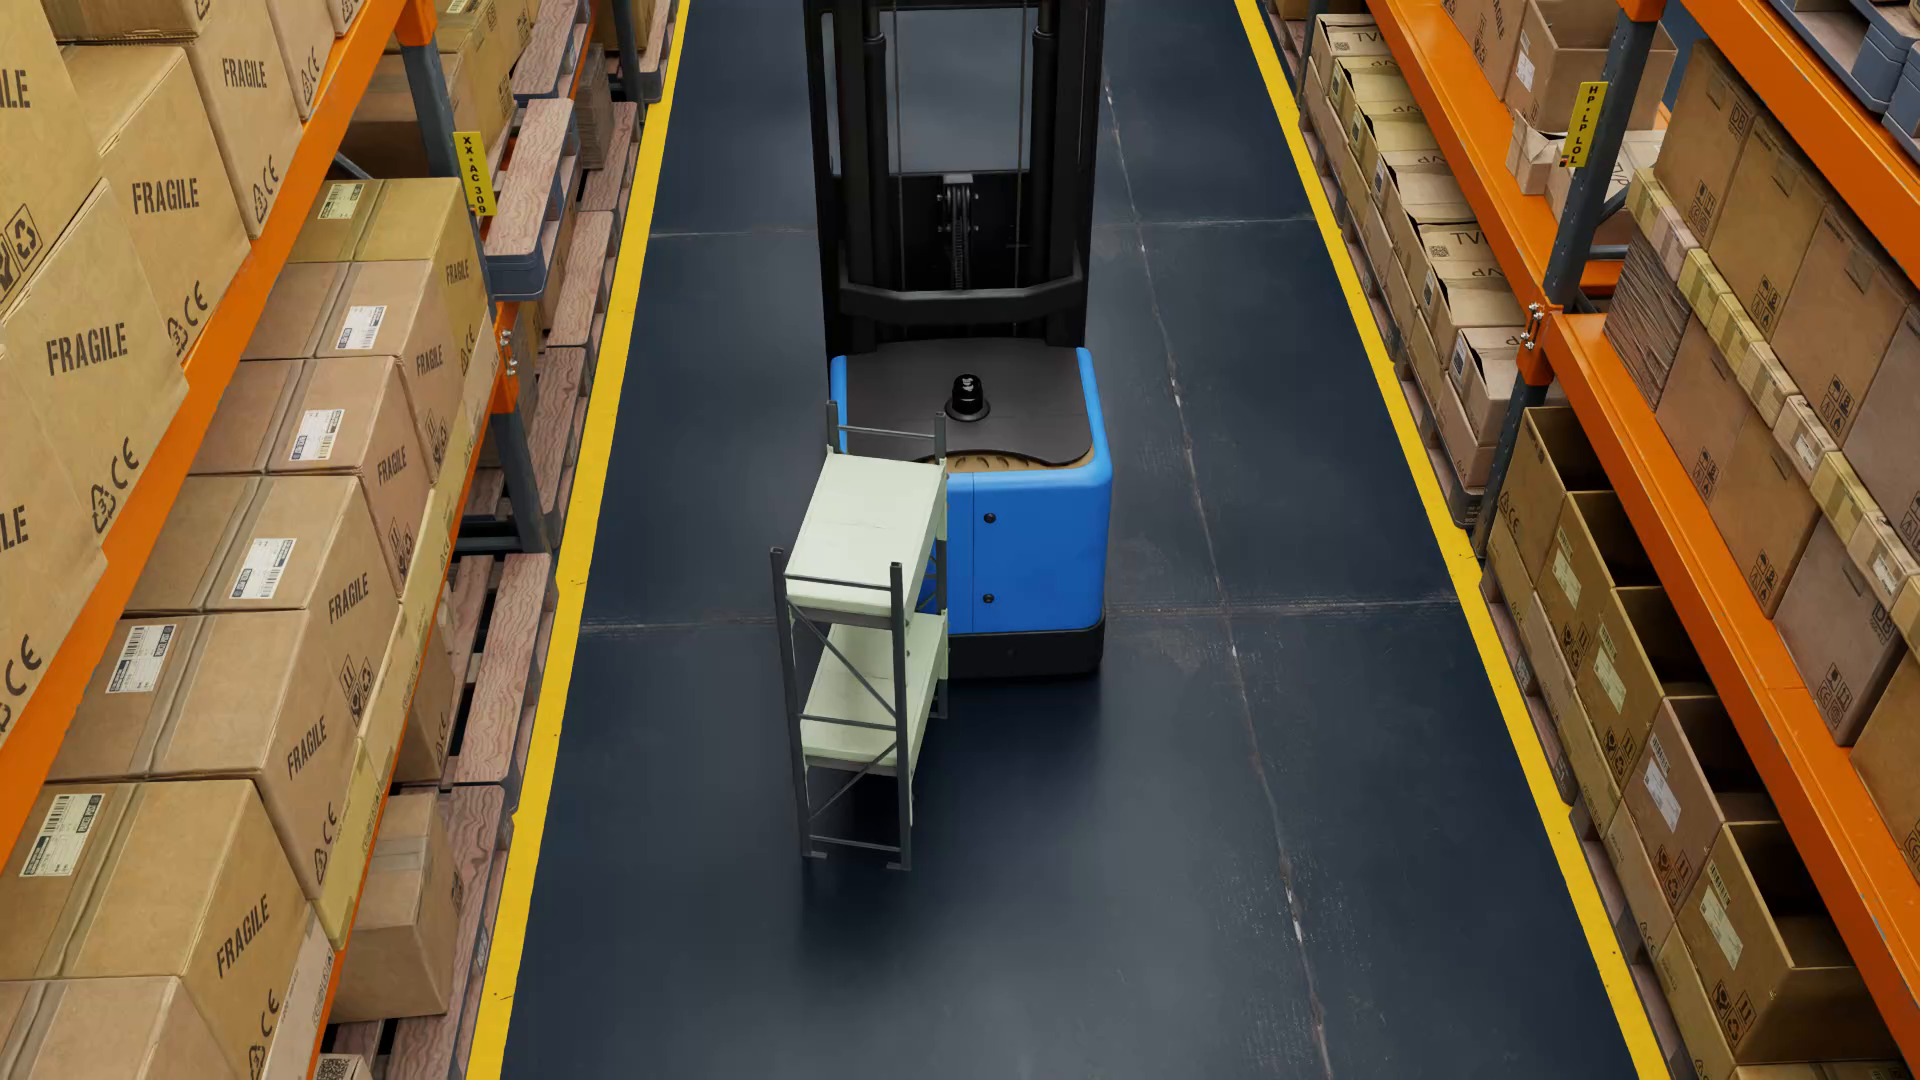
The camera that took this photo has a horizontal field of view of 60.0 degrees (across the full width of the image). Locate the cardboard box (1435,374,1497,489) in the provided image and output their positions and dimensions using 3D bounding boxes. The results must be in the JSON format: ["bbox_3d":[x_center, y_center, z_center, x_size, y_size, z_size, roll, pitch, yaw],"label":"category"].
[{"bbox_3d":[2.415,-0.487,7.285,0.500,0.250,0.500,-2,43,-2],"label":"cardboard box"}]

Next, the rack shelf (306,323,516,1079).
[{"bbox_3d":[-2.142,0.686,4.814,1.077,0.370,4.000,-2,43,-2],"label":"rack shelf"}]

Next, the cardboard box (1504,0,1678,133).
[{"bbox_3d":[2.684,-1.985,7.122,0.500,0.500,0.500,1,43,1],"label":"cardboard box"}]

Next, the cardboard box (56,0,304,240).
[{"bbox_3d":[-1.888,-1.030,3.846,0.500,0.500,0.500,-3,43,-3],"label":"cardboard box"}]

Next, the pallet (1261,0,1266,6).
[{"bbox_3d":[2.510,-4.073,11.537,1.003,0.211,1.213,-2,43,-2],"label":"pallet"}]

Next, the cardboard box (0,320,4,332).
[{"bbox_3d":[-1.801,-0.354,2.368,0.500,0.500,0.500,-2,43,-2],"label":"cardboard box"}]

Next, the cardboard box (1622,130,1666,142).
[{"bbox_3d":[2.889,-1.585,6.945,0.380,0.149,0.250,-2,43,-2],"label":"cardboard box"}]

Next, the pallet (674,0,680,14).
[{"bbox_3d":[-2.403,-3.958,11.411,1.003,0.211,1.213,-2,43,-2],"label":"pallet"}]

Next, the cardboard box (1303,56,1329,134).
[{"bbox_3d":[2.281,-2.553,9.540,0.500,0.250,0.500,-2,43,-2],"label":"cardboard box"}]

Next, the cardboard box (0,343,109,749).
[{"bbox_3d":[-1.808,0.025,2.694,0.500,0.500,0.500,1,43,1],"label":"cardboard box"}]

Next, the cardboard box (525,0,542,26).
[{"bbox_3d":[-2.291,-2.671,7.544,0.700,0.500,0.500,-2,43,-2],"label":"cardboard box"}]

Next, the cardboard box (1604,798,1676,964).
[{"bbox_3d":[2.499,1.120,5.533,0.500,0.250,0.500,-2,43,-2],"label":"cardboard box"}]

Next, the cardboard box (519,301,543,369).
[{"bbox_3d":[-2.347,-1.014,7.660,0.700,0.500,0.500,-2,43,-3],"label":"cardboard box"}]

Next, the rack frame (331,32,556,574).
[{"bbox_3d":[-2.227,-0.929,6.044,1.000,3.000,0.127,-2,43,-2],"label":"rack frame"}]

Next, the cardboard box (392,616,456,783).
[{"bbox_3d":[-2.142,0.530,5.976,0.500,0.500,0.500,-5,43,-5],"label":"cardboard box"}]

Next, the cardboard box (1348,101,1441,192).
[{"bbox_3d":[2.332,-2.061,8.588,0.500,0.311,0.500,-3,43,-3],"label":"cardboard box"}]

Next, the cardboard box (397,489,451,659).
[{"bbox_3d":[-1.854,0.106,5.011,0.500,0.250,0.500,-2,43,-2],"label":"cardboard box"}]

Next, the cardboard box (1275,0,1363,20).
[{"bbox_3d":[2.278,-3.639,10.525,0.500,0.500,0.500,0,43,0],"label":"cardboard box"}]

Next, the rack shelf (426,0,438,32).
[{"bbox_3d":[-2.311,-3.120,6.746,1.077,0.370,4.000,-2,43,-2],"label":"rack shelf"}]

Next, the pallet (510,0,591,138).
[{"bbox_3d":[-2.271,-2.224,7.598,1.003,0.211,1.213,-2,43,-2],"label":"pallet"}]

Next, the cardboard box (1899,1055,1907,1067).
[{"bbox_3d":[3.046,1.442,5.181,0.500,0.250,0.500,-2,43,-2],"label":"cardboard box"}]

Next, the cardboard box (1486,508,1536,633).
[{"bbox_3d":[2.439,0.107,6.638,0.500,0.250,0.500,-2,43,-2],"label":"cardboard box"}]

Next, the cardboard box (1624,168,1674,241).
[{"bbox_3d":[2.540,-1.163,5.745,0.380,0.149,0.250,-2,43,-2],"label":"cardboard box"}]

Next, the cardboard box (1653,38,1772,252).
[{"bbox_3d":[2.748,-1.289,5.403,0.700,0.500,0.500,-1,43,-2],"label":"cardboard box"}]

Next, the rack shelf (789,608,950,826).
[{"bbox_3d":[-0.309,0.601,5.967,0.431,0.370,0.720,7,43,7],"label":"rack shelf"}]

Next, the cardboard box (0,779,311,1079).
[{"bbox_3d":[-1.788,0.878,3.614,0.500,0.500,0.500,-2,43,-2],"label":"cardboard box"}]

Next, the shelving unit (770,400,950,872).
[{"bbox_3d":[-0.309,0.361,5.747,0.431,1.500,0.755,7,43,7],"label":"shelving unit"}]

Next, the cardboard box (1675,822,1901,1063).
[{"bbox_3d":[2.515,1.181,4.911,0.500,0.500,0.500,-2,43,-2],"label":"cardboard box"}]

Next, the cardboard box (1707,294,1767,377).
[{"bbox_3d":[2.576,-0.642,5.177,0.380,0.149,0.250,-2,43,-2],"label":"cardboard box"}]

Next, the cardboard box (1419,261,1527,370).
[{"bbox_3d":[2.391,-1.038,7.472,0.500,0.311,0.500,-1,43,-1],"label":"cardboard box"}]

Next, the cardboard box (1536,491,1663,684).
[{"bbox_3d":[2.459,0.168,6.016,0.500,0.500,0.500,-2,43,-2],"label":"cardboard box"}]

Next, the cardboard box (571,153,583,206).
[{"bbox_3d":[-2.408,-2.034,8.774,0.700,0.500,0.500,-2,43,-2],"label":"cardboard box"}]

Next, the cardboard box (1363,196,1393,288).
[{"bbox_3d":[2.353,-1.517,8.409,0.500,0.250,0.500,-1,43,-1],"label":"cardboard box"}]

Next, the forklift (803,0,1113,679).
[{"bbox_3d":[-0.035,-1.505,6.723,1.130,2.935,3.031,-2,43,-2],"label":"forklift"}]

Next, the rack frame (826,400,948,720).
[{"bbox_3d":[-0.246,0.117,6.013,0.400,1.500,0.023,7,43,7],"label":"rack frame"}]

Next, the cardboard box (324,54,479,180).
[{"bbox_3d":[-2.214,-1.473,6.237,0.700,0.500,0.500,-2,43,-2],"label":"cardboard box"}]

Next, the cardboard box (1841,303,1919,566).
[{"bbox_3d":[2.812,-0.273,4.294,0.700,0.500,0.500,-2,43,-2],"label":"cardboard box"}]

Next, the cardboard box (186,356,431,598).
[{"bbox_3d":[-1.860,-0.170,4.757,0.500,0.500,0.500,-3,43,-3],"label":"cardboard box"}]

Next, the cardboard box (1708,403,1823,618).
[{"bbox_3d":[2.794,-0.117,5.083,0.700,0.500,0.500,-1,43,-1],"label":"cardboard box"}]

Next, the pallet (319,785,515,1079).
[{"bbox_3d":[-2.108,1.377,5.592,1.003,0.211,1.213,-2,43,-2],"label":"pallet"}]

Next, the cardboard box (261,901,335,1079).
[{"bbox_3d":[-1.796,1.131,3.893,0.500,0.250,0.500,-3,43,-3],"label":"cardboard box"}]

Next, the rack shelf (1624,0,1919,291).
[{"bbox_3d":[2.807,-0.564,3.958,1.077,0.370,4.000,-2,43,-2],"label":"rack shelf"}]

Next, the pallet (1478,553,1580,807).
[{"bbox_3d":[2.714,0.492,6.557,1.003,0.211,1.213,-2,43,-2],"label":"pallet"}]

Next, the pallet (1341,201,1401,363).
[{"bbox_3d":[2.597,-1.368,8.586,1.003,0.211,1.213,-2,43,-2],"label":"pallet"}]

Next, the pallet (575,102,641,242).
[{"bbox_3d":[-2.365,-2.074,9.356,1.003,0.211,1.213,-2,43,-2],"label":"pallet"}]

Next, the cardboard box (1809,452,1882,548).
[{"bbox_3d":[2.610,-0.117,4.604,0.380,0.149,0.250,-2,43,-2],"label":"cardboard box"}]
